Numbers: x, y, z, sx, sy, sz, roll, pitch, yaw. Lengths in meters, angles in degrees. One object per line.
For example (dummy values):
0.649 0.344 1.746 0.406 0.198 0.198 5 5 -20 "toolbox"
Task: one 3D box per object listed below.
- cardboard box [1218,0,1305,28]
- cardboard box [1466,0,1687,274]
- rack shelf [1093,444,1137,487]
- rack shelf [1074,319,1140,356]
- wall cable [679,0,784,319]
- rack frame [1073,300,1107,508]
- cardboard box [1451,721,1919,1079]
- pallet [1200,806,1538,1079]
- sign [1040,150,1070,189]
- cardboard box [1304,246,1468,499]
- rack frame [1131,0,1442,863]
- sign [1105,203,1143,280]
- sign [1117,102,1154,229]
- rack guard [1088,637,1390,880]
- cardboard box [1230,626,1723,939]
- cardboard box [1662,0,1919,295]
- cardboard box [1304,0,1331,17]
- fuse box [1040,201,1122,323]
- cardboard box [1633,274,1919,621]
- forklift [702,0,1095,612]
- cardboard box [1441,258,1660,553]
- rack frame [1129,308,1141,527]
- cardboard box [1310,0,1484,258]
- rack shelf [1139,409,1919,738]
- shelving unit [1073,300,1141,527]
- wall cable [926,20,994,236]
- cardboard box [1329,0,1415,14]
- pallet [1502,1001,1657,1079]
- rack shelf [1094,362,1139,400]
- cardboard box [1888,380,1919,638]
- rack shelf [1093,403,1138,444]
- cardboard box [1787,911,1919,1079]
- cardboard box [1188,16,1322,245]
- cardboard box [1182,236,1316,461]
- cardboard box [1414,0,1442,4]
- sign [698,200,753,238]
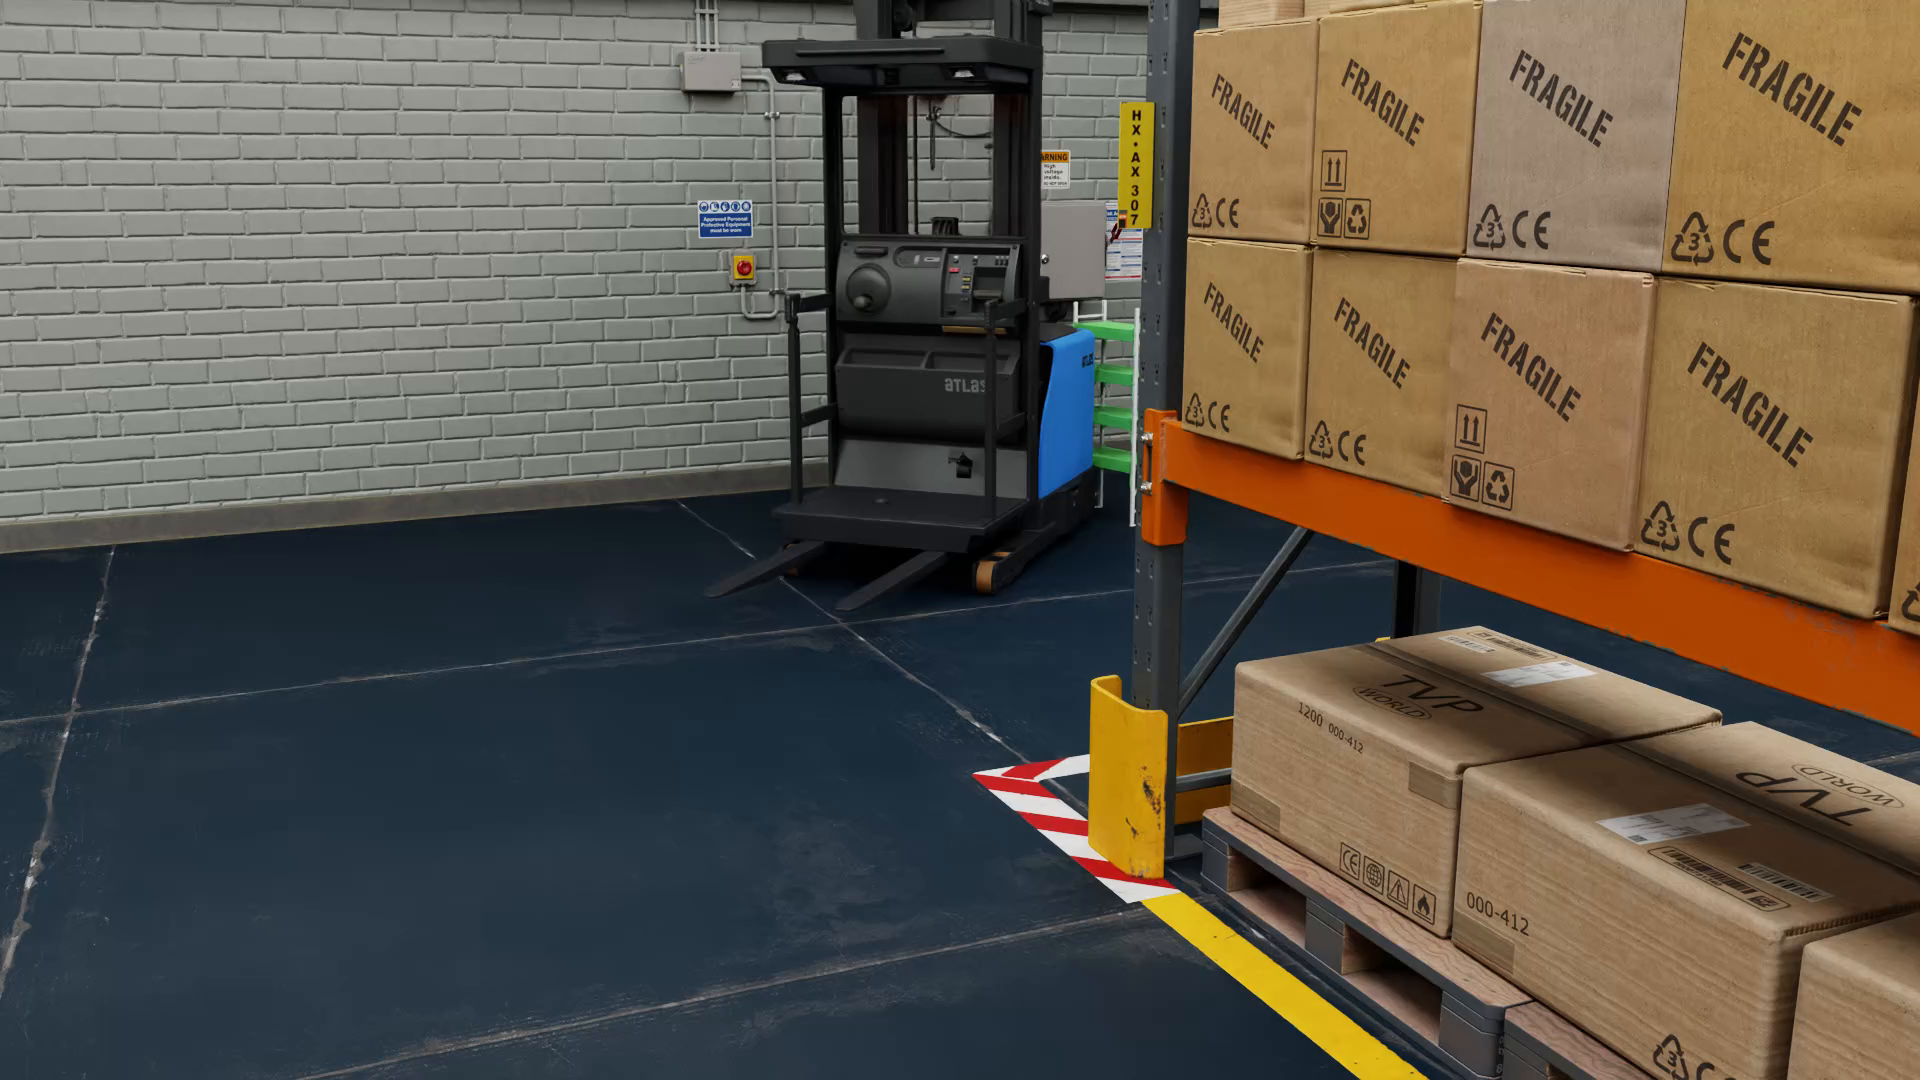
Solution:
0.864 -1.331 4.089 0.380 0.149 0.250 -5 14 -22 "cardboard box"
1.333 -0.776 3.133 0.500 0.500 0.500 -6 14 -23 "cardboard box"
0.884 -0.422 9.380 0.258 0.148 0.480 -10 16 -37 "rack shelf"
0.884 -1.123 9.217 0.258 0.148 0.480 -10 16 -37 "rack shelf"
-1.305 -2.250 9.618 0.585 1.953 0.123 -6 14 -23 "wall cable"
0.733 -0.761 9.498 0.240 1.200 0.015 -10 16 -37 "rack frame"
1.706 0.782 3.589 0.875 0.438 0.875 -5 14 -21 "cardboard box"
1.367 0.940 4.342 1.003 0.211 1.213 -6 14 -23 "pallet"
0.545 -2.340 10.495 0.339 0.242 0.001 -6 14 -23 "sign"
1.133 -0.399 3.719 0.500 0.500 0.500 -6 14 -24 "cardboard box"
0.975 -0.577 4.711 1.000 3.000 0.127 -6 14 -23 "rack frame"
1.048 -1.941 10.814 0.329 0.494 0.001 -6 14 -23 "sign"
0.465 -0.989 4.393 0.100 0.325 0.005 -6 14 -23 "sign"
0.966 0.636 5.015 1.175 0.500 0.348 -6 14 -23 "rack guard"
1.331 0.594 4.403 0.875 0.438 0.875 -6 14 -25 "cardboard box"
1.534 -0.673 2.688 0.500 0.500 0.500 -6 14 -23 "cardboard box"
1.034 -1.283 3.883 0.380 0.149 0.250 -5 14 -22 "cardboard box"
0.678 -1.272 10.570 0.539 1.711 0.414 -6 14 -23 "fuse box"
1.536 -0.190 2.817 0.500 0.500 0.500 -5 14 -21 "cardboard box"
-0.233 -1.275 7.877 1.130 2.935 3.031 5 14 20 "forklift"
1.320 -0.292 3.258 0.500 0.500 0.500 -6 14 -23 "cardboard box"
1.036 -0.675 9.125 0.240 1.200 0.015 -10 16 -37 "rack frame"
1.120 -0.882 3.589 0.500 0.500 0.500 -6 14 -24 "cardboard box"
1.777 0.187 3.007 1.077 0.370 4.000 -6 14 -23 "rack shelf"
0.884 -0.718 9.311 0.258 1.200 0.503 -10 16 -37 "shelving unit"
-0.010 -2.365 10.185 0.588 1.984 0.122 -6 14 -23 "wall cable"
1.033 -1.219 3.606 0.380 0.149 0.250 -5 14 -21 "cardboard box"
1.852 1.191 3.255 1.003 0.211 1.213 -6 14 -23 "pallet"
0.884 -0.890 9.271 0.258 0.148 0.480 -10 16 -37 "rack shelf"
1.732 -0.081 2.344 0.500 0.500 0.500 -6 14 -24 "cardboard box"
0.884 -0.656 9.326 0.258 0.148 0.480 -10 16 -37 "rack shelf"
2.065 0.969 2.783 0.875 0.438 0.875 -6 14 -25 "cardboard box"
0.907 -0.988 4.048 0.500 0.500 0.500 -6 14 -24 "cardboard box"
0.905 -0.501 4.159 0.500 0.500 0.500 -6 14 -23 "cardboard box"
1.155 -1.166 3.378 0.380 0.149 0.250 -6 14 -25 "cardboard box"
-1.373 -1.880 9.741 0.327 0.218 0.001 -6 14 -23 "sign"
